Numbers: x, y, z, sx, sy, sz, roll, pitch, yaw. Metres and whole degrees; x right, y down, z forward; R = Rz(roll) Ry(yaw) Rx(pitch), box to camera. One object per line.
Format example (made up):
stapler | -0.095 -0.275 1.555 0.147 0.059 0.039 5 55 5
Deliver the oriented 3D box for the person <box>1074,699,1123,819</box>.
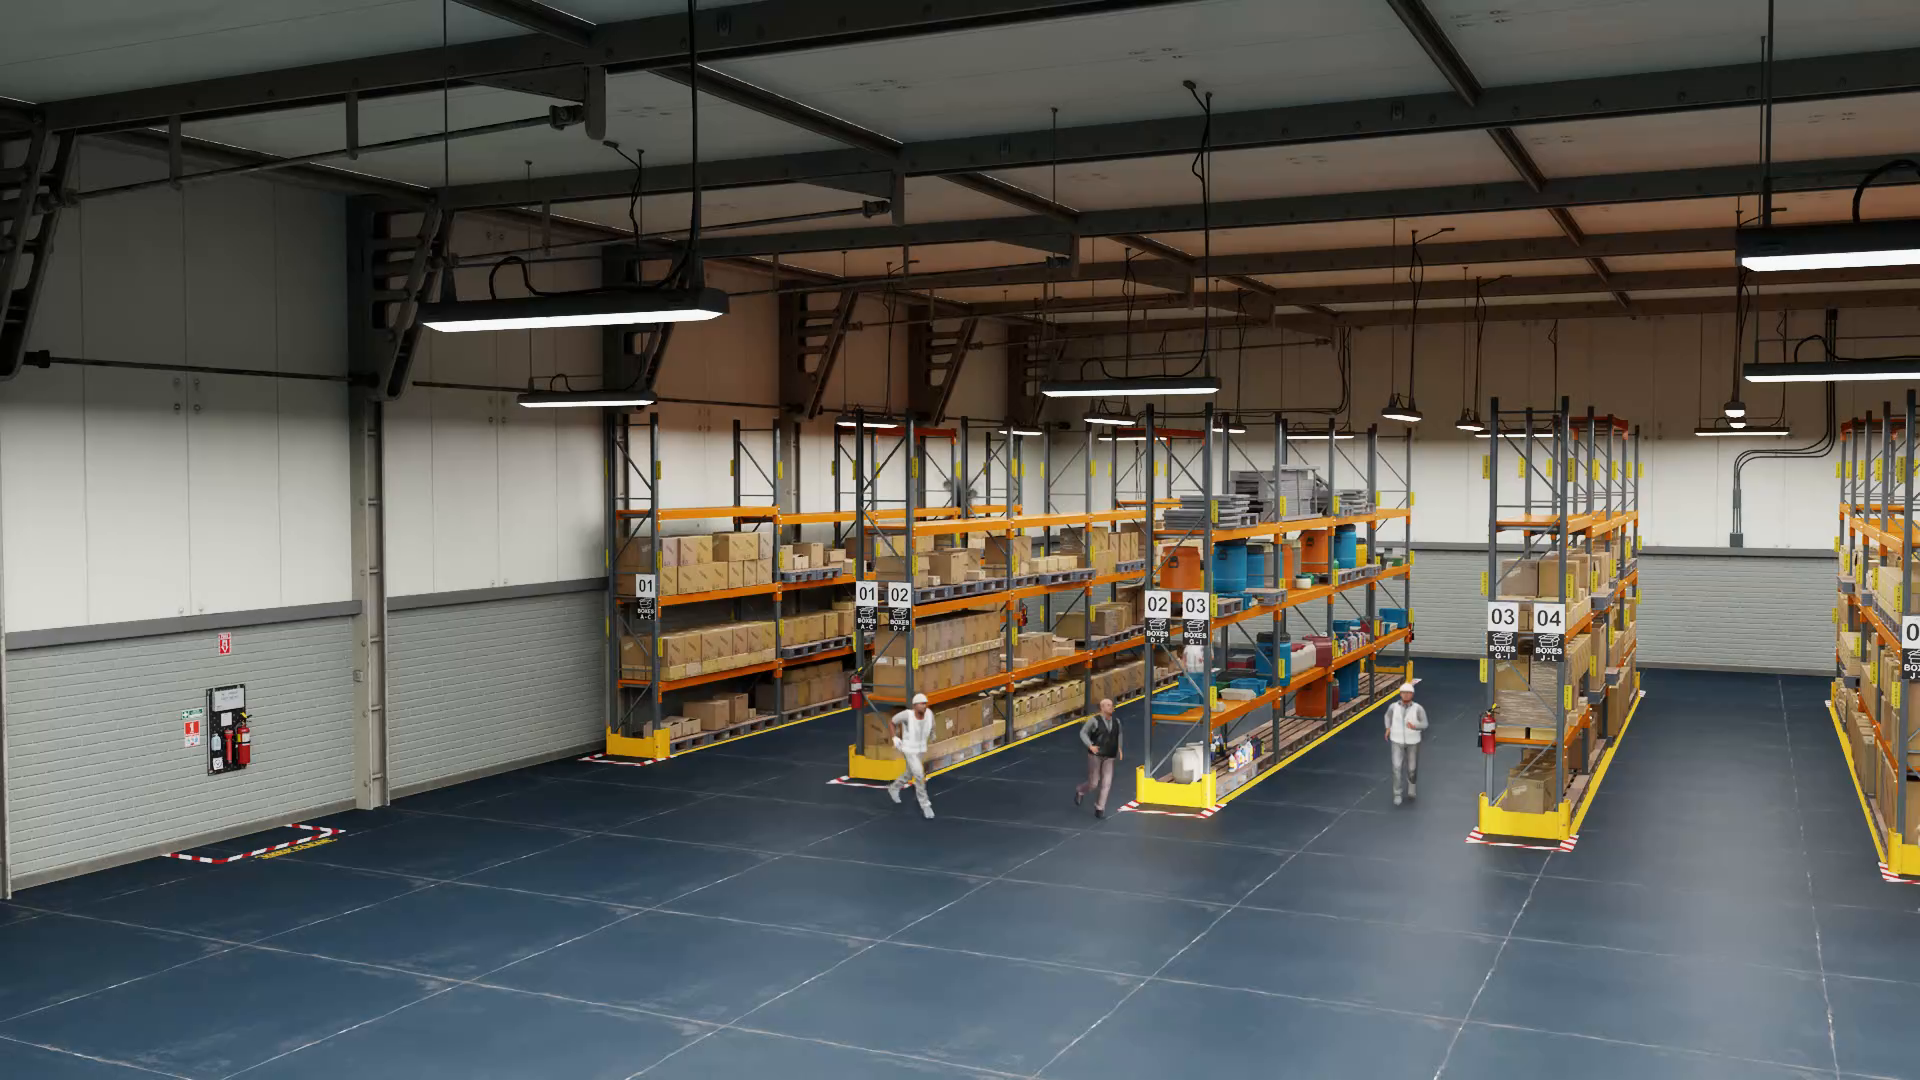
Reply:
person | 2.096 3.150 24.165 0.713 1.669 0.822 -1 3 -20

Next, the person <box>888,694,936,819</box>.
person | -0.704 3.108 24.271 0.682 1.781 1.102 -2 3 -42

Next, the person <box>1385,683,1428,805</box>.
person | 6.696 3.033 25.003 0.651 1.764 0.948 1 3 20

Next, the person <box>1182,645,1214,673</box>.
person | 4.823 2.688 33.813 0.673 1.755 0.923 1 2 16
